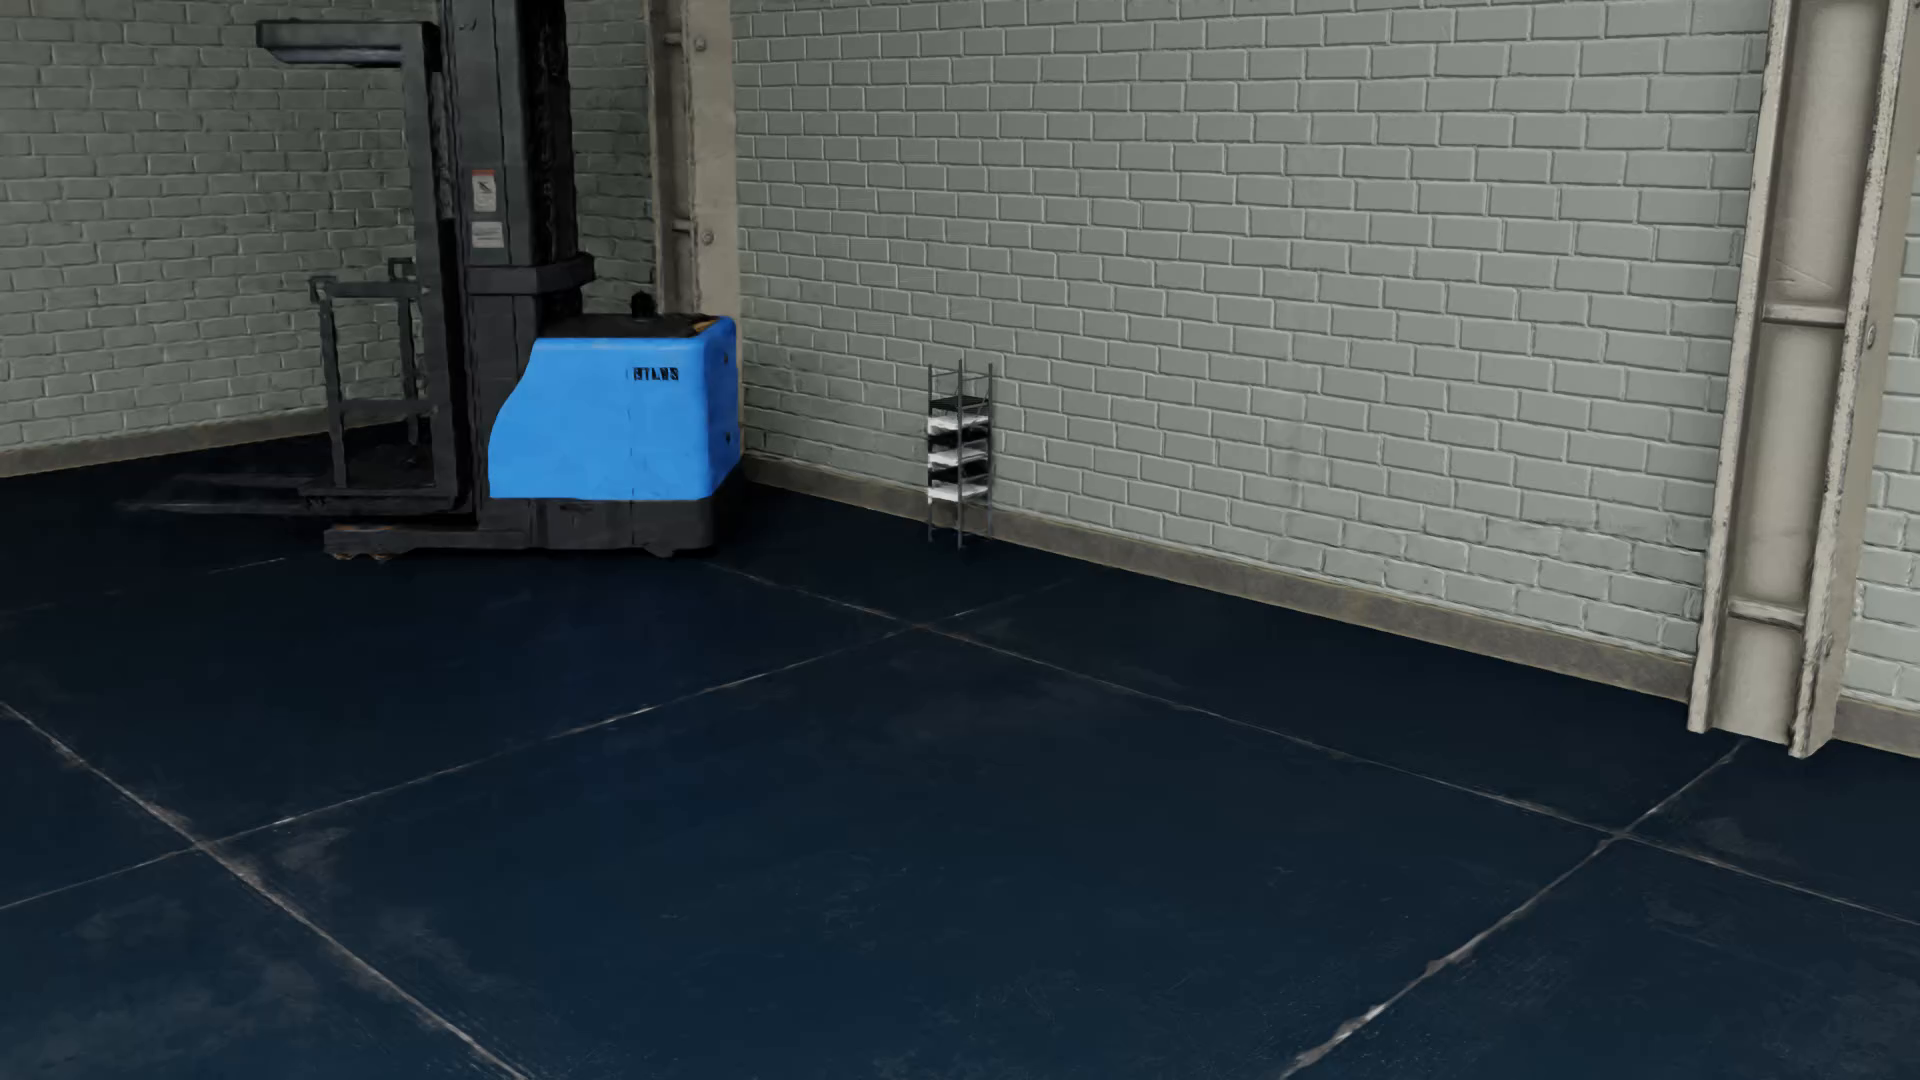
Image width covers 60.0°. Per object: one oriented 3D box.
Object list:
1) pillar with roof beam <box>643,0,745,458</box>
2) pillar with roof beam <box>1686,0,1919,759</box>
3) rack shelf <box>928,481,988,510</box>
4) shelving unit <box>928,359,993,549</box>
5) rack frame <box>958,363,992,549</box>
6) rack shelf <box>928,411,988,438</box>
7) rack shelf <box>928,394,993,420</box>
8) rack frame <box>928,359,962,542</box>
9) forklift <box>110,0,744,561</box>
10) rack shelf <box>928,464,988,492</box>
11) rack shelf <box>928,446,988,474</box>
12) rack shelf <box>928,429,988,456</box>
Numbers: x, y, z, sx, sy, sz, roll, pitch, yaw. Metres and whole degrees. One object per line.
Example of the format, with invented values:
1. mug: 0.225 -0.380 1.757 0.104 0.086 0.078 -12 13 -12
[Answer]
1. pillar with roof beam: -4.498 -3.948 5.736 0.400 9.000 9.100 14 20 42
2. pillar with roof beam: -0.179 -2.898 1.706 0.400 9.000 9.100 14 20 42
3. rack shelf: 0.001 -0.226 8.360 0.200 0.077 0.258 13 20 42
4. shelving unit: 0.001 -0.432 8.306 0.210 0.900 0.258 13 20 42
5. rack frame: 0.075 -0.415 8.239 0.006 0.900 0.240 13 20 42
6. rack shelf: 0.001 -0.574 8.269 0.200 0.077 0.258 13 20 42
7. rack shelf: 0.001 -0.661 8.247 0.200 0.077 0.258 13 20 42
8. rack frame: -0.073 -0.450 8.374 0.006 0.900 0.240 13 20 42
9. forklift: -2.684 -1.450 8.184 3.031 2.935 1.130 1 15 2
10. rack shelf: 0.001 -0.313 8.337 0.200 0.077 0.258 13 20 42
11. rack shelf: 0.001 -0.400 8.315 0.200 0.077 0.258 13 20 42
12. rack shelf: 0.001 -0.487 8.292 0.200 0.077 0.258 13 20 42
